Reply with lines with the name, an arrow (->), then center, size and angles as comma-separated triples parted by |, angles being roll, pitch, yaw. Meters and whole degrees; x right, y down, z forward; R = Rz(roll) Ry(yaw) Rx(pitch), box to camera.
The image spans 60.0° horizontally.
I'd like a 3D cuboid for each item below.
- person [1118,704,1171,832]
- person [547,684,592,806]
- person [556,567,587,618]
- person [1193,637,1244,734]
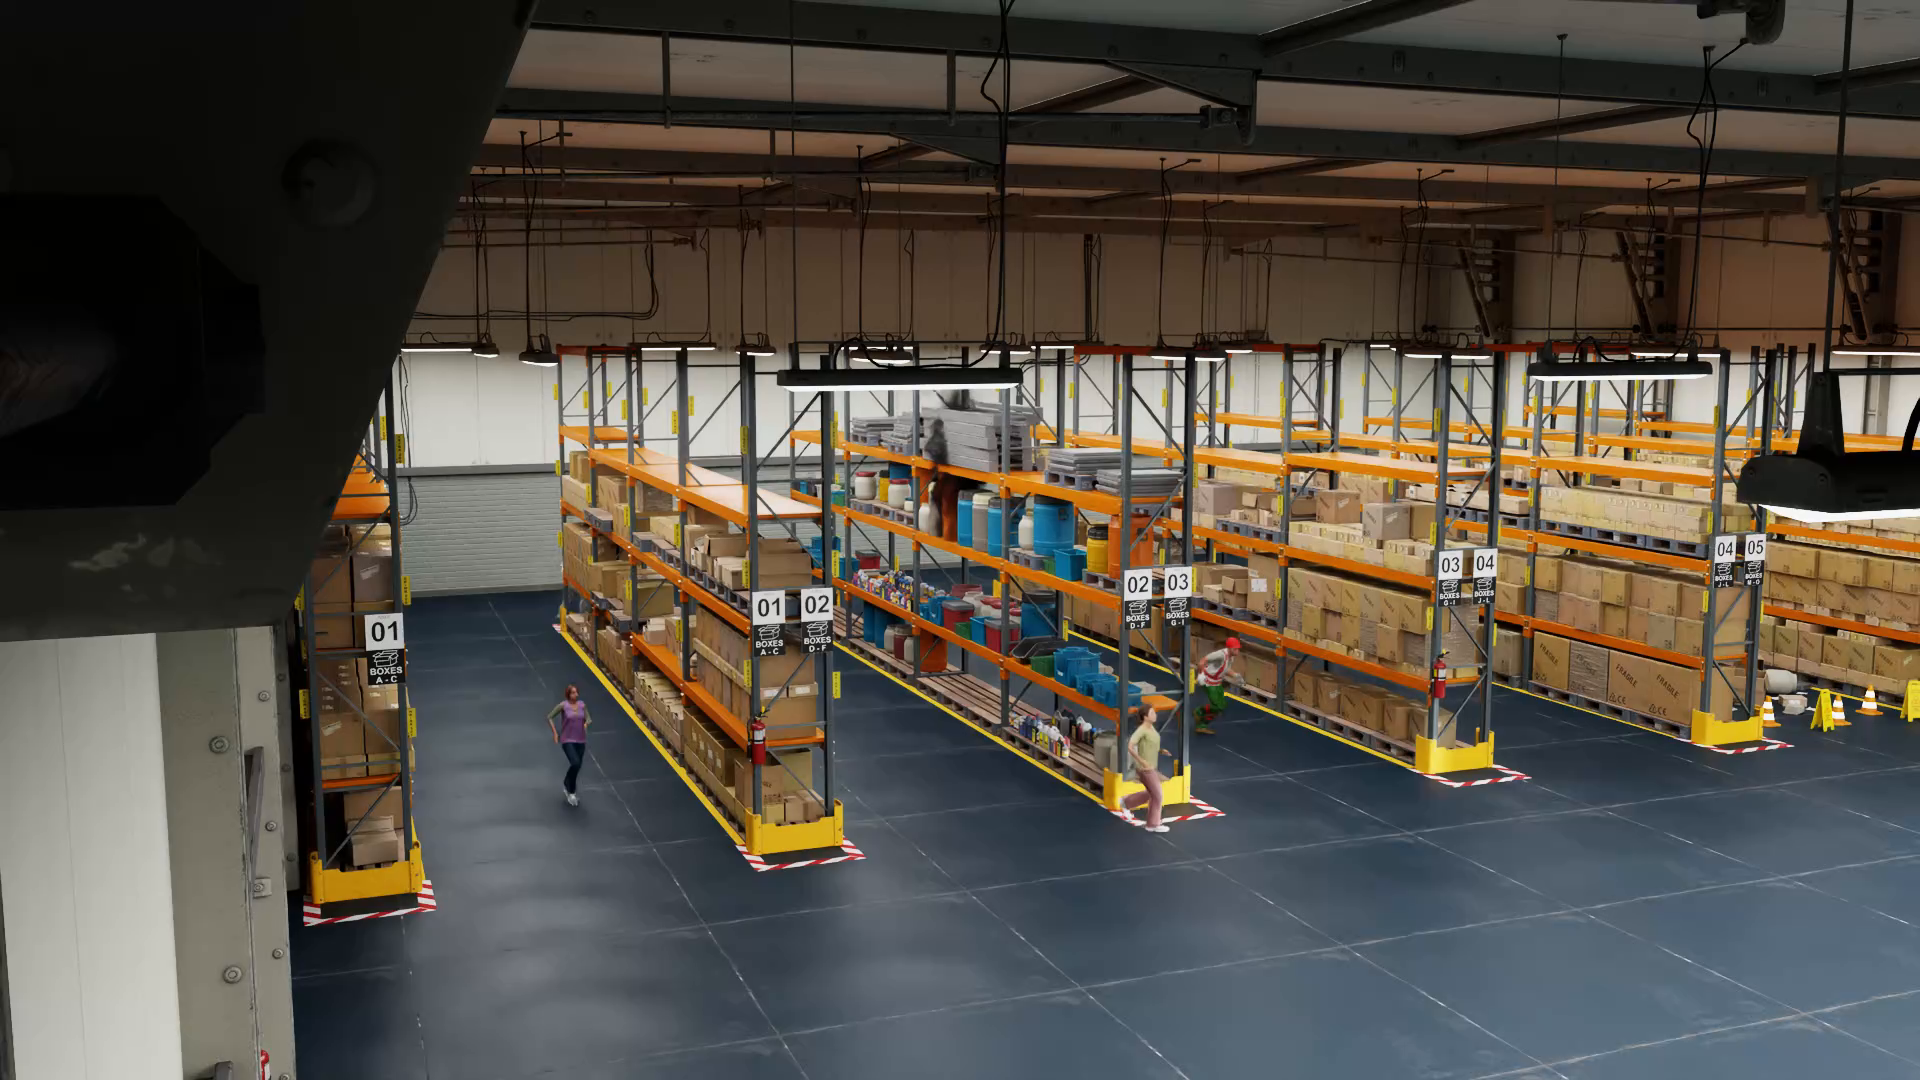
person -> 2.305, 2.864, 20.966 | 0.694, 1.632, 0.579 | 3, 8, 25
person -> -5.172, 2.737, 22.219 | 0.505, 1.599, 0.688 | -7, 10, -43
person -> -8.332, 0.958, 35.864 | 0.743, 1.754, 0.581 | -2, 7, -13
person -> 3.990, 2.275, 25.834 | 0.817, 1.590, 0.694 | 6, 9, 39
